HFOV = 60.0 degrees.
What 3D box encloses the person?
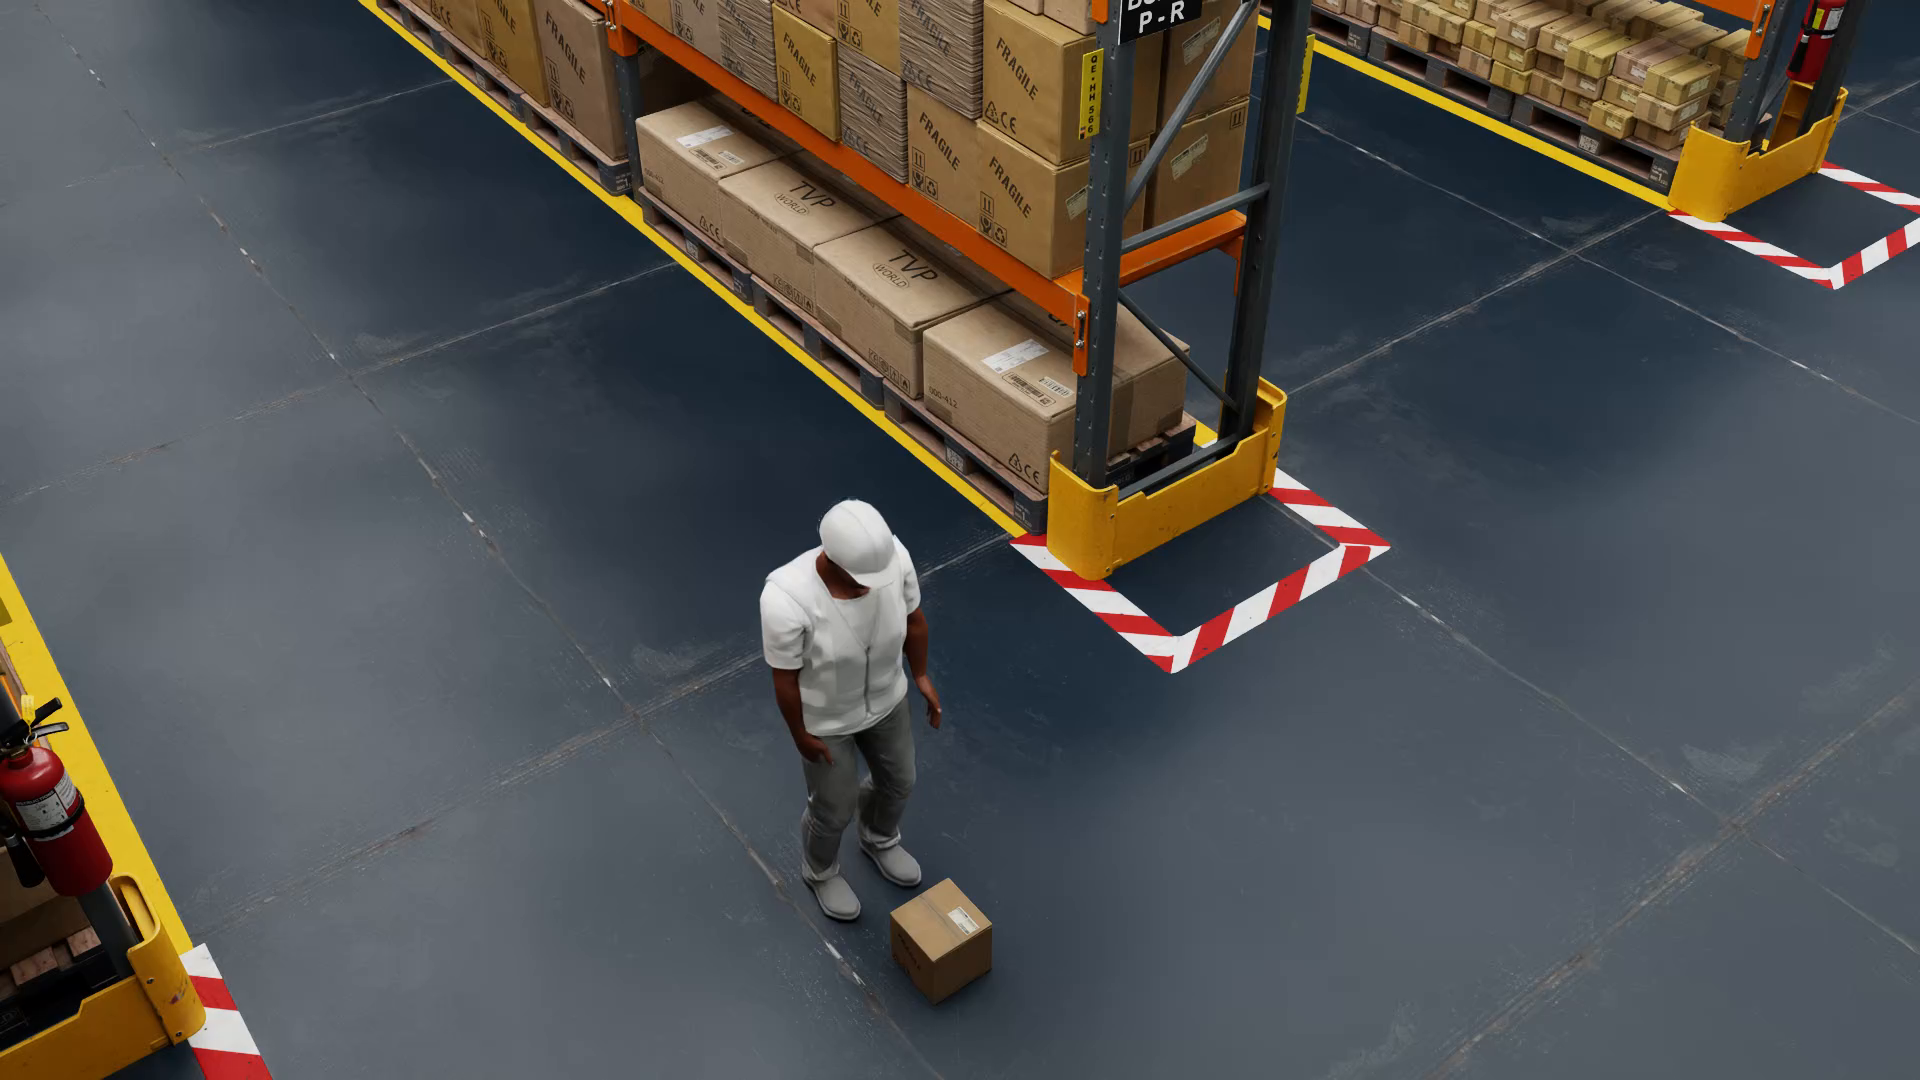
[{"bbox_3d":[-0.342,0.547,5.508,0.578,1.747,0.396,-25,46,-27],"label":"person"}]
